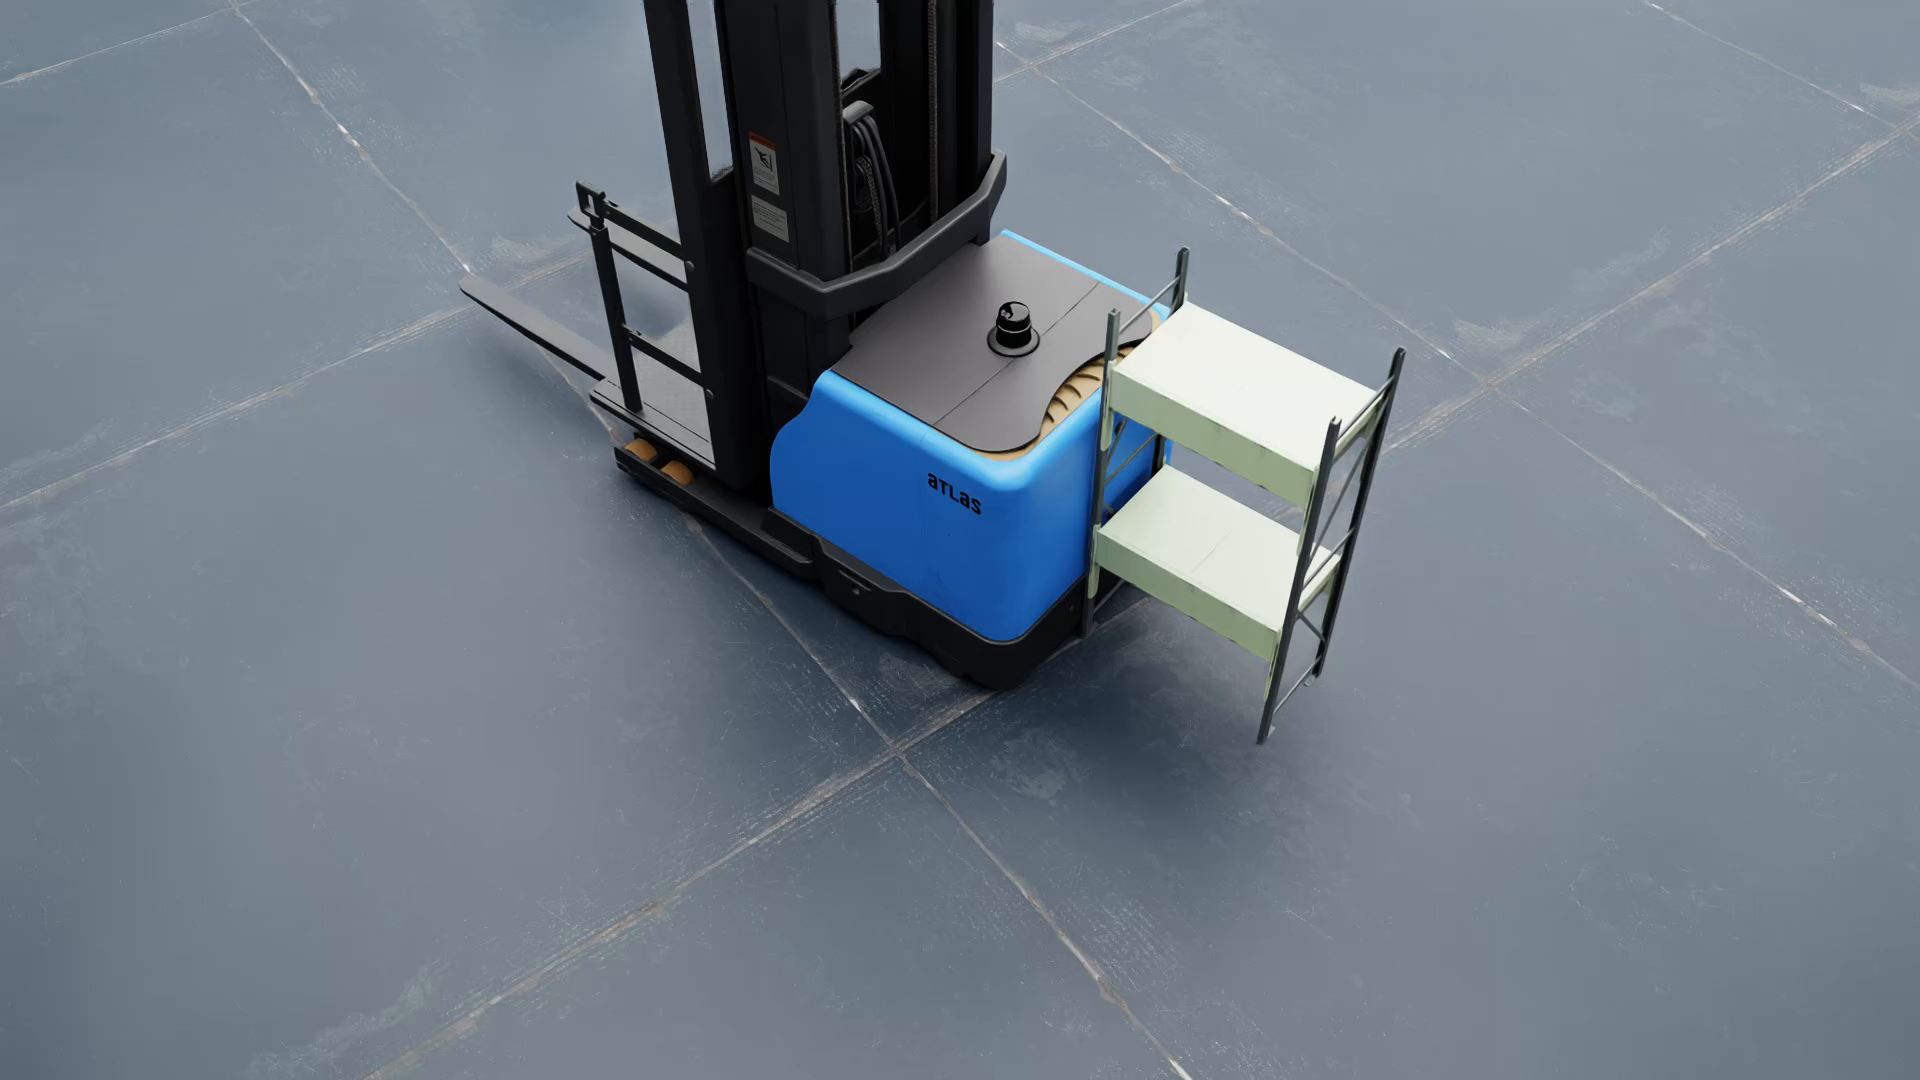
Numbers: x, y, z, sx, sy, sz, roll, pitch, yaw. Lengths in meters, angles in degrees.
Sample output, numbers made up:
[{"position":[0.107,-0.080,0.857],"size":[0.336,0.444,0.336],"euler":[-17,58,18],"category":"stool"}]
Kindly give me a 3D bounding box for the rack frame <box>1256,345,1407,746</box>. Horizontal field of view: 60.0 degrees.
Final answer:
[{"position":[1.136,0.071,5.173],"size":[0.023,1.500,0.400],"euler":[31,55,25],"category":"rack frame"}]

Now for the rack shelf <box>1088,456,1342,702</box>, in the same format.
[{"position":[0.849,0.121,5.568],"size":[0.720,0.370,0.431],"euler":[31,55,25],"category":"rack shelf"}]

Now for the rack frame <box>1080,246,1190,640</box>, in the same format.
[{"position":[0.563,-0.267,5.479],"size":[0.023,1.500,0.400],"euler":[31,55,25],"category":"rack frame"}]

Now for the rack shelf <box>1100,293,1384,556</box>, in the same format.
[{"position":[0.849,-0.360,5.037],"size":[0.720,0.370,0.431],"euler":[31,55,25],"category":"rack shelf"}]

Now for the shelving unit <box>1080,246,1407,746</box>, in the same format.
[{"position":[0.849,-0.098,5.326],"size":[0.755,1.500,0.431],"euler":[31,55,25],"category":"shelving unit"}]

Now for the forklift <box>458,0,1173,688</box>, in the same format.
[{"position":[-0.702,-1.399,5.540],"size":[3.031,2.935,1.130],"euler":[31,55,25],"category":"forklift"}]
